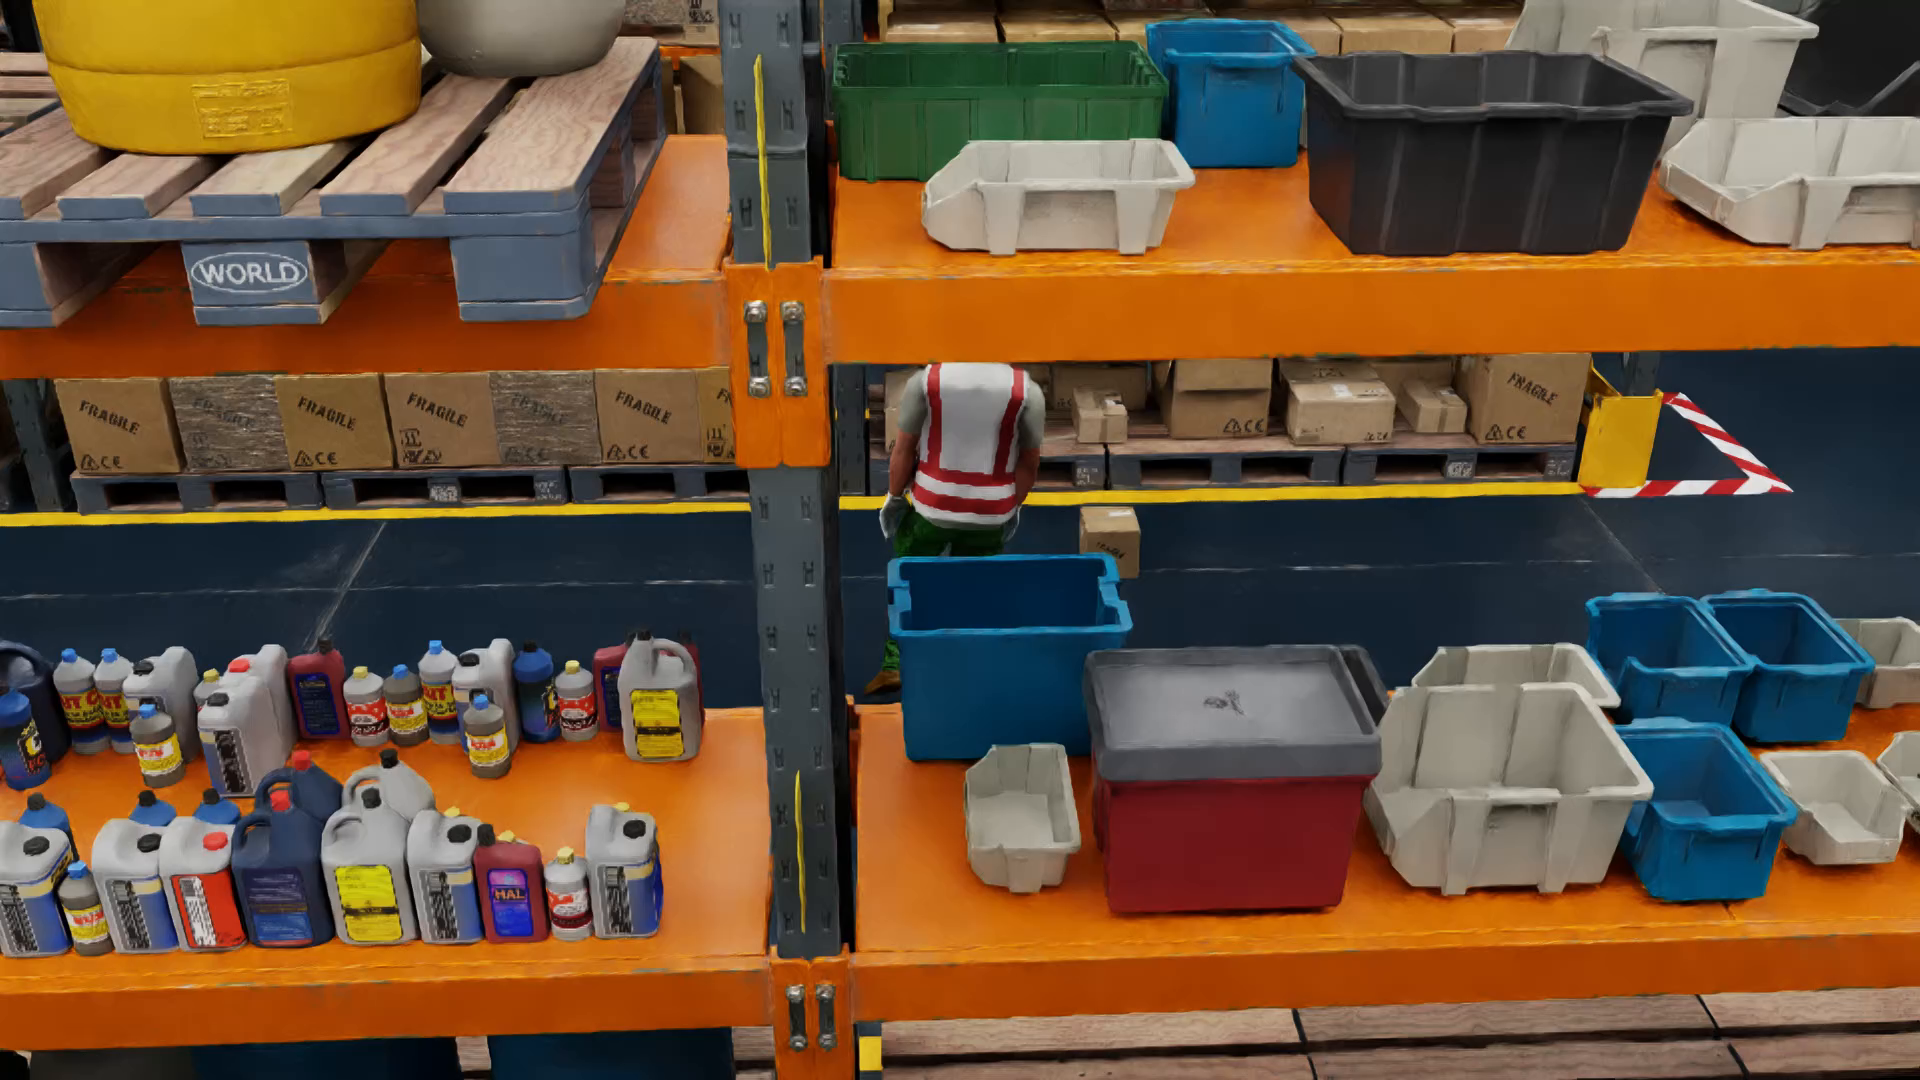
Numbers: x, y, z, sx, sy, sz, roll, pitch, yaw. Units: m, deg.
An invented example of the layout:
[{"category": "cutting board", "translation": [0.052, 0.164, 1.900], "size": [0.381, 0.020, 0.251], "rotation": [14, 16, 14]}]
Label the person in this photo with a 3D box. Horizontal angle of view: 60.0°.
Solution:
[{"category": "person", "translation": [-0.034, -0.124, 6.360], "size": [0.700, 1.767, 0.472], "rotation": [0, 27, 0]}]
